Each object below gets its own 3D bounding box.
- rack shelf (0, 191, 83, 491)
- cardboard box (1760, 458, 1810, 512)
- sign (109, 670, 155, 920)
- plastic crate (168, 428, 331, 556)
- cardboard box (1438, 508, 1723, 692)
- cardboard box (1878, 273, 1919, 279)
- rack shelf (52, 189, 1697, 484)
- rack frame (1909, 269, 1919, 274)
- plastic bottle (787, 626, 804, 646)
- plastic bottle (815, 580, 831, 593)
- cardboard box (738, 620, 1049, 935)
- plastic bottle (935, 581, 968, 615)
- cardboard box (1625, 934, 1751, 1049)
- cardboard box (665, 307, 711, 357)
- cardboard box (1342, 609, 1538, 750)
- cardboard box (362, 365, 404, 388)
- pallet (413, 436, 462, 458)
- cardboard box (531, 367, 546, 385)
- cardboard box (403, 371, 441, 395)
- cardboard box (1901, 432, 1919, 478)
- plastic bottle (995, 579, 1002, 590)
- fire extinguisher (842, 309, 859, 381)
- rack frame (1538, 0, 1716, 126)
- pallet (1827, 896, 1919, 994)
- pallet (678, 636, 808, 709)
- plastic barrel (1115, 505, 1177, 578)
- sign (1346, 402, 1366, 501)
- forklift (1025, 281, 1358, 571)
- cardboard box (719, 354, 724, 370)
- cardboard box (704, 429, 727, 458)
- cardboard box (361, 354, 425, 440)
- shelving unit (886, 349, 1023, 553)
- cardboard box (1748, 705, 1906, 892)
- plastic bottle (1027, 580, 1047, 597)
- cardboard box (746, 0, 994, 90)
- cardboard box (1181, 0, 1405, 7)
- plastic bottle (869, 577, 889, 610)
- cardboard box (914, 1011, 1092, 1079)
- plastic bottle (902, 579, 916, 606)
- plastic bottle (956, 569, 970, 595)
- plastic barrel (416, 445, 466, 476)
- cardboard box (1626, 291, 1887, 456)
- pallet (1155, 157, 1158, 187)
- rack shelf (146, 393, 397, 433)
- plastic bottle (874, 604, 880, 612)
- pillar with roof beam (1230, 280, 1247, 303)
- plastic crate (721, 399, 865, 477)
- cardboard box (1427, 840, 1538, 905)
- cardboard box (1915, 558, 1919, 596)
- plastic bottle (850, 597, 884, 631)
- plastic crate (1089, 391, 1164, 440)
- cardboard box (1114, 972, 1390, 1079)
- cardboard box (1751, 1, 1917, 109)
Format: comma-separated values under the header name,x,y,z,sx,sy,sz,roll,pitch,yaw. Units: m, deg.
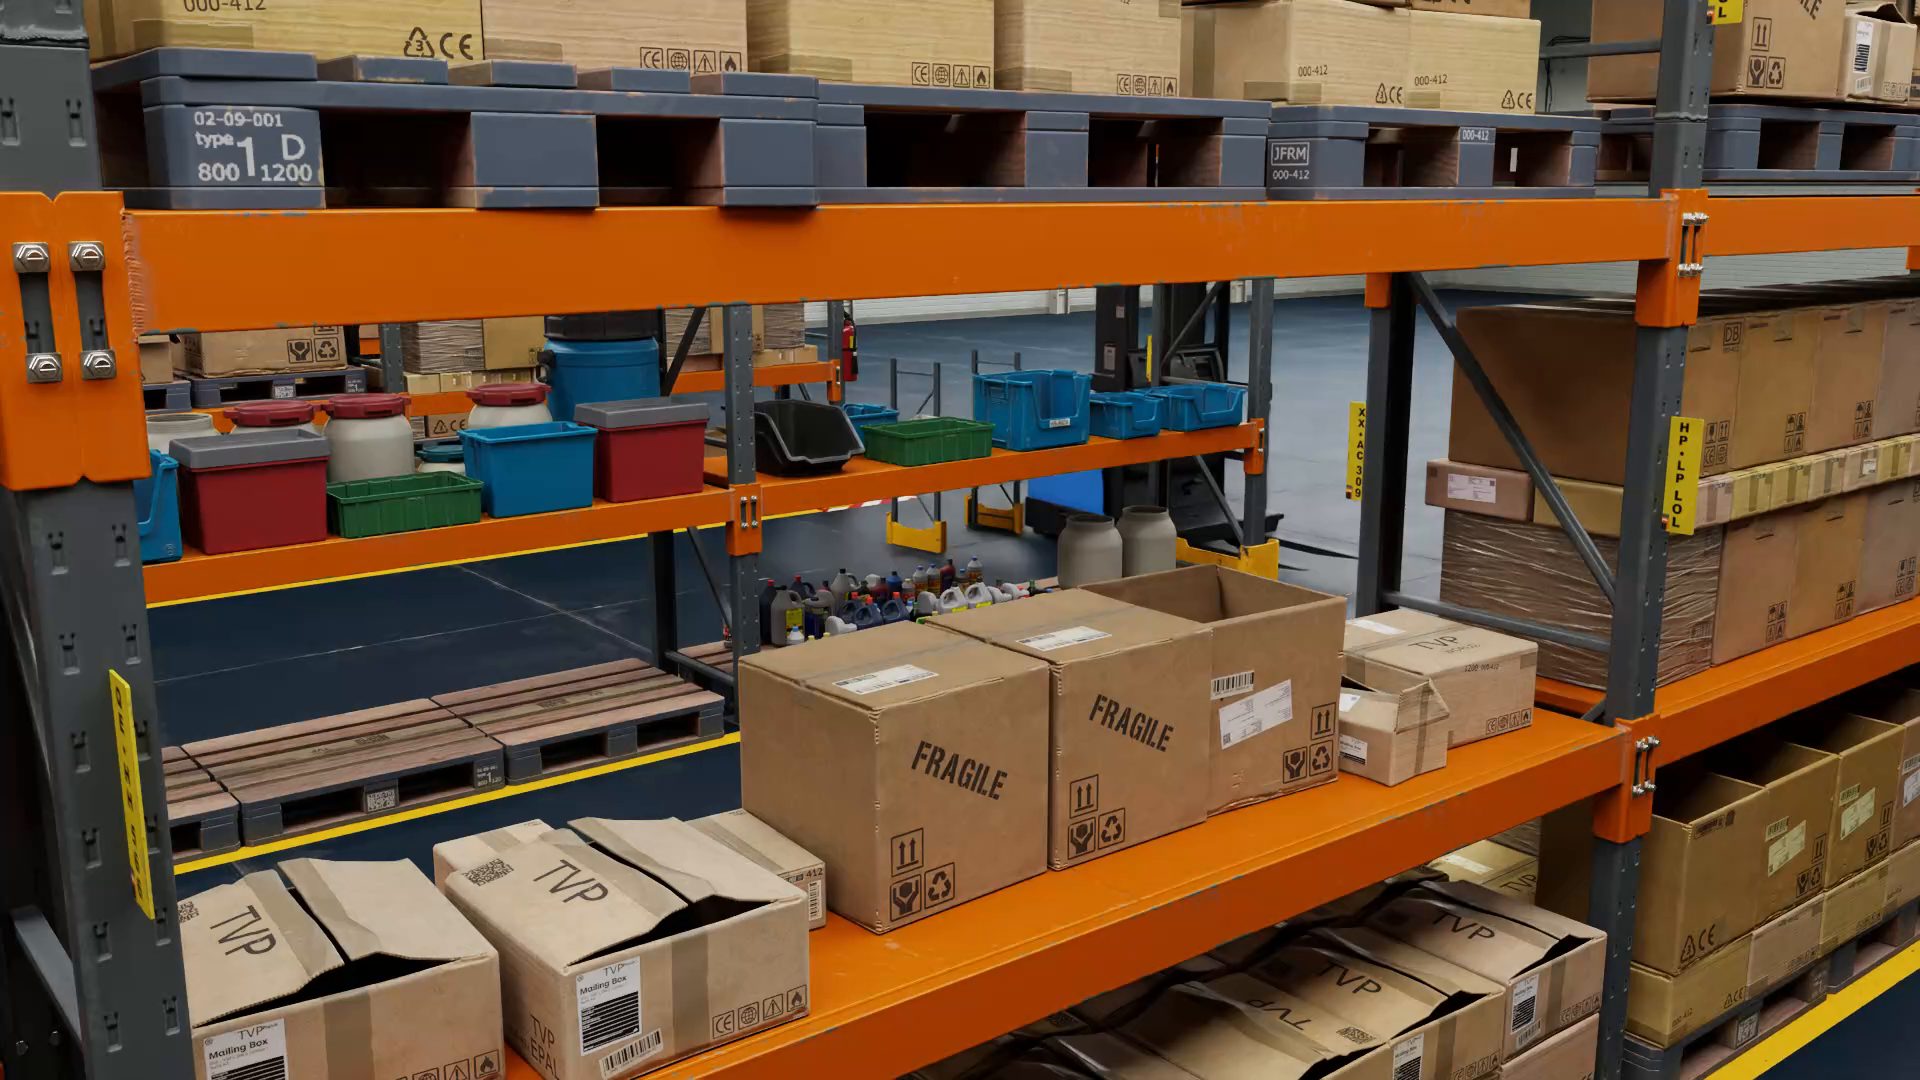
name,x,y,z,sx,sy,sz,roll,pitch,yaw
rack shelf,-3.011,-0.076,1.276,4.000,0.370,1.077,-9,15,-38
cardboard box,2.605,-0.209,5.591,0.250,0.149,0.380,-10,15,-38
sign,-1.103,0.339,2.214,0.005,0.325,0.100,-9,15,-38
plastic crate,-3.088,-0.215,7.268,0.583,0.464,0.402,-9,15,-38
cardboard box,2.016,0.153,5.445,0.500,0.500,0.700,-10,16,-39
cardboard box,4.383,-0.876,7.170,0.500,0.500,0.700,-9,15,-37
rack shelf,0.112,-0.595,3.720,4.000,0.370,1.077,-9,15,-38
rack frame,4.797,-0.258,7.623,0.127,3.000,1.000,-9,15,-38
plastic bottle,-0.895,0.606,9.062,0.097,0.271,0.097,0,12,0
plastic bottle,-0.844,0.387,10.064,0.133,0.283,0.061,-8,14,-34
cardboard box,-0.150,0.511,3.762,0.500,0.500,0.500,-11,16,-41
plastic bottle,-0.049,0.420,9.746,0.185,0.351,0.144,-10,15,-38
cardboard box,2.225,1.389,5.473,0.500,0.250,0.500,-9,15,-38
cardboard box,-2.568,-1.851,14.166,0.500,0.500,0.875,-9,15,-38
cardboard box,1.317,0.405,4.860,0.500,0.250,0.500,-8,15,-34
cardboard box,-4.528,-1.299,13.130,0.250,0.149,0.380,-9,15,-38
pallet,-5.936,-1.045,18.042,1.213,0.211,1.003,-9,15,-38
cardboard box,-3.365,-1.330,13.274,0.250,0.149,0.380,-9,15,-38
cardboard box,-4.156,-1.203,12.676,0.250,0.149,0.380,-9,15,-38
cardboard box,3.408,-0.342,6.217,0.250,0.149,0.380,-10,15,-38
plastic bottle,0.265,0.372,10.136,0.133,0.283,0.061,-9,15,-38
fire extinguisher,-1.011,-1.768,14.918,0.183,0.674,0.296,-9,15,-38
rack frame,1.674,-2.674,4.556,0.127,3.000,1.000,-9,15,-38
pallet,3.274,1.369,6.672,1.213,0.211,1.003,-9,15,-38
pallet,-0.867,0.741,9.633,1.213,0.211,1.003,-9,15,-38
plastic barrel,1.240,0.047,11.163,0.421,0.512,0.421,0,12,0
sign,1.326,-0.291,5.504,0.005,0.325,0.100,-9,15,-38
forklift,1.798,-1.304,12.716,1.130,2.935,3.031,-8,15,-34
cardboard box,-2.046,-1.569,14.401,0.250,0.149,0.380,-9,15,-38
cardboard box,-2.332,-0.687,14.648,0.500,0.500,0.500,-5,13,-23
cardboard box,-6.295,-1.518,17.660,0.875,0.875,0.875,-9,15,-37
shelving unit,-0.034,-0.756,13.577,0.587,1.500,1.083,10,15,39
cardboard box,3.012,0.894,5.998,0.500,0.500,0.500,-9,15,-38
plastic bottle,0.466,0.379,10.103,0.133,0.283,0.061,-9,15,-36
cardboard box,-0.279,-1.031,3.390,0.500,0.250,0.500,-10,15,-39
cardboard box,0.737,-1.554,4.049,0.500,0.500,0.500,-8,14,-32
plastic bottle,-0.497,0.370,10.145,0.133,0.283,0.061,-9,15,-38
cardboard box,-0.004,1.339,4.360,0.500,0.311,0.500,-9,15,-36
plastic bottle,-0.328,0.347,10.453,0.097,0.201,0.097,0,12,0
plastic bottle,0.014,0.290,10.721,0.097,0.201,0.097,0,12,0
plastic barrel,-2.547,-0.329,8.288,0.301,0.262,0.301,0,12,0
cardboard box,2.802,-0.612,5.925,0.500,0.500,0.700,-9,15,-38
pallet,0.999,-2.346,10.686,1.213,0.211,1.003,-9,15,-38
rack shelf,-6.074,-0.735,11.601,4.000,0.370,1.077,-9,15,-38
plastic bottle,-0.490,0.500,9.560,0.097,0.271,0.097,0,12,0
pillar with roof beam,9.640,-9.684,37.569,0.548,9.000,9.100,-9,15,-38
plastic crate,-0.930,-0.560,9.194,0.504,0.338,0.767,-9,15,-38
cardboard box,1.899,1.305,5.871,0.500,0.250,0.500,-9,15,-38
cardboard box,3.626,-0.116,6.714,0.500,0.500,0.700,-9,15,-37
plastic bottle,-0.528,0.500,9.371,0.185,0.351,0.144,-9,15,-36
plastic crate,0.991,-0.793,10.498,0.408,0.251,0.499,-9,15,-38
cardboard box,0.743,1.358,4.270,0.500,0.311,0.500,-9,15,-38
cardboard box,2.653,-1.529,5.255,0.500,0.311,0.500,-11,16,-41
